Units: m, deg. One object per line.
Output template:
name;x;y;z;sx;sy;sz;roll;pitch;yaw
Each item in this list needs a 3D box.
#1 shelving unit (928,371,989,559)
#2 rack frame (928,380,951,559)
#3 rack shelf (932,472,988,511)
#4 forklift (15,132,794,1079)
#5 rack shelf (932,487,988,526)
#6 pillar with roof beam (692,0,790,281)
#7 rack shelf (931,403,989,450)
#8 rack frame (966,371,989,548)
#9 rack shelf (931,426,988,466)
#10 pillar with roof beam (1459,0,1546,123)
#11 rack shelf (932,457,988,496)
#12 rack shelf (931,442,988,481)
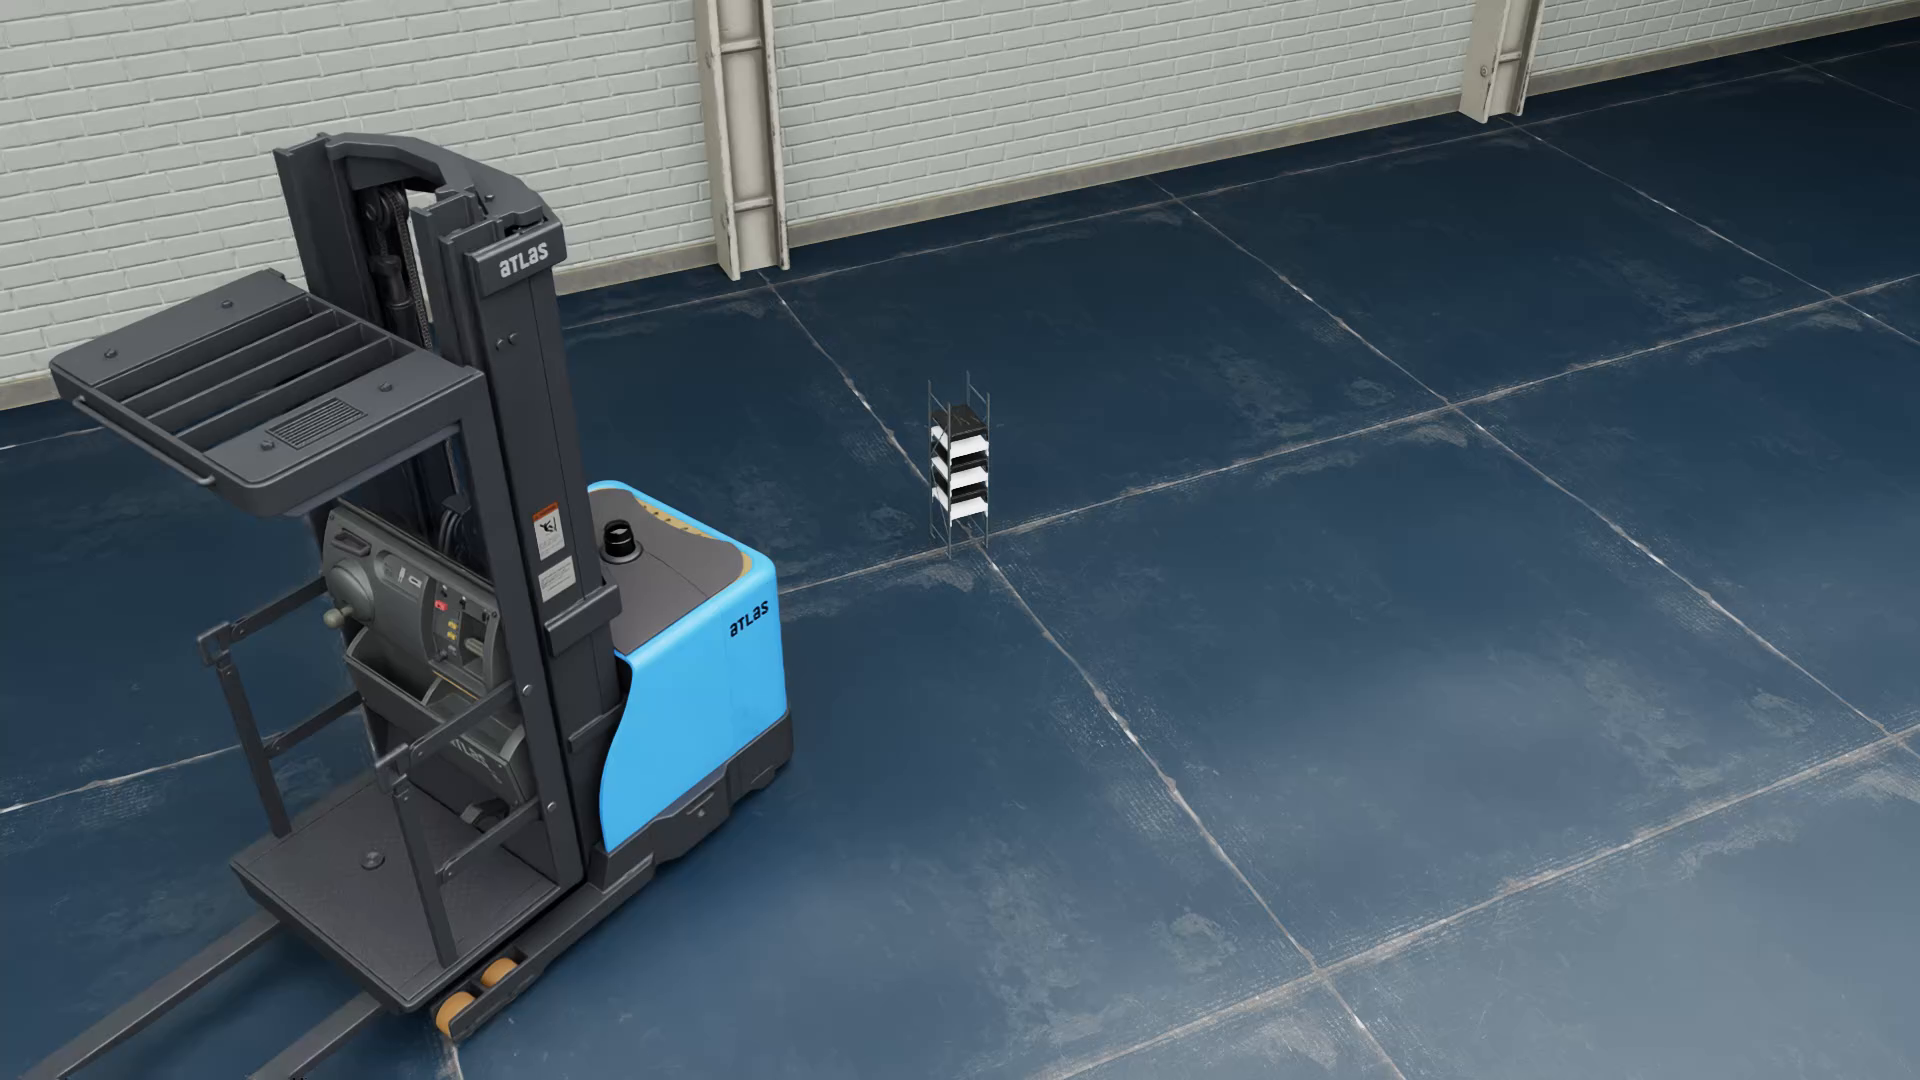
shelving unit;-0.007;-0.359;8.122;0.210;0.900;0.258;-16;39;-20
rack frame;-0.099;-0.334;8.088;0.006;0.900;0.240;-16;39;-20
rack shelf;-0.007;-0.260;8.196;0.200;0.077;0.258;-16;39;-20
forklift;-2.009;0.279;5.557;1.130;2.935;3.031;25;43;30
rack shelf;-0.007;-0.188;8.249;0.200;0.077;0.258;-16;39;-20
pillar with roof beam;0.488;-3.083;4.995;0.400;9.000;9.100;-16;39;-20
rack shelf;-0.007;-0.549;7.981;0.200;0.077;0.258;-16;39;-20
rack frame;0.085;-0.385;8.157;0.006;0.900;0.240;-16;39;-20
rack shelf;-0.007;-0.477;8.035;0.200;0.077;0.258;-16;39;-20
pillar with roof beam;5.919;-4.601;7.043;0.400;9.000;9.100;-16;39;-20
rack shelf;-0.007;-0.333;8.142;0.200;0.077;0.258;-16;39;-20
rack shelf;-0.007;-0.405;8.088;0.200;0.077;0.258;-16;39;-20
